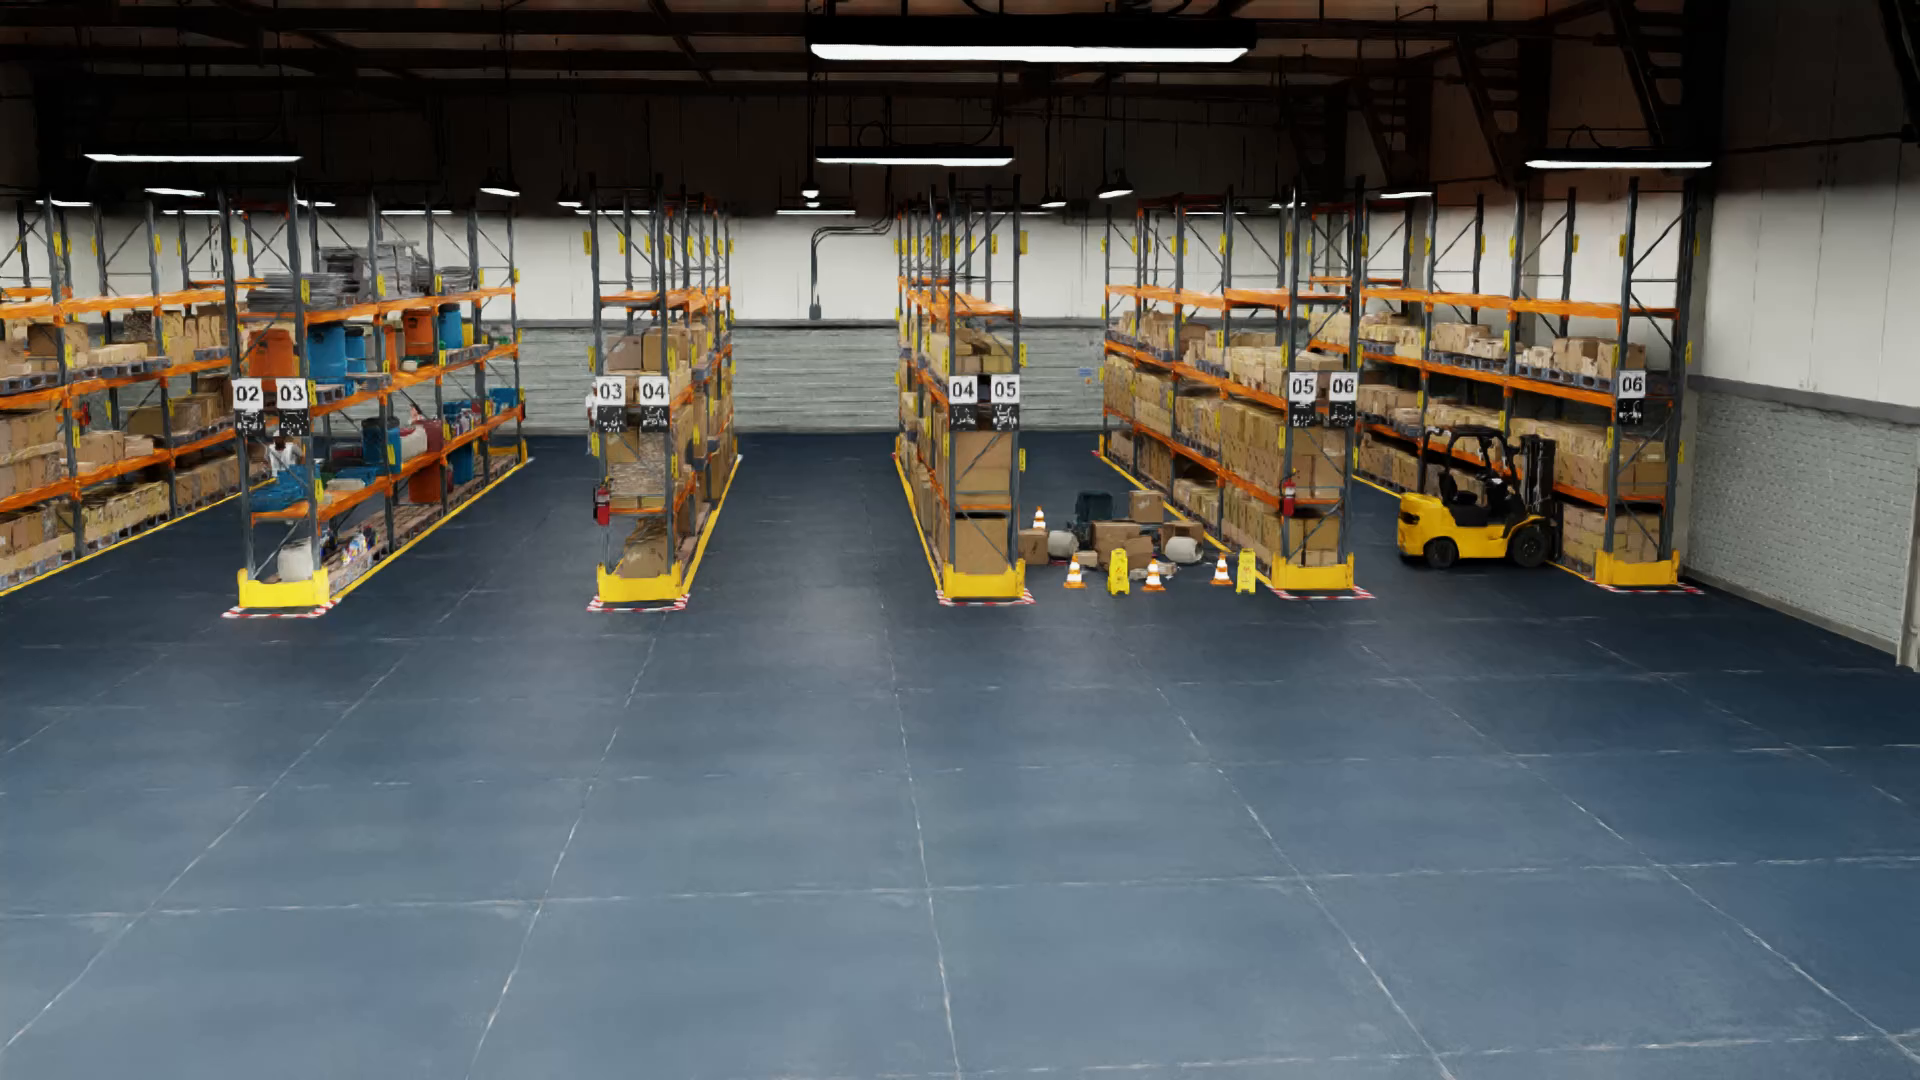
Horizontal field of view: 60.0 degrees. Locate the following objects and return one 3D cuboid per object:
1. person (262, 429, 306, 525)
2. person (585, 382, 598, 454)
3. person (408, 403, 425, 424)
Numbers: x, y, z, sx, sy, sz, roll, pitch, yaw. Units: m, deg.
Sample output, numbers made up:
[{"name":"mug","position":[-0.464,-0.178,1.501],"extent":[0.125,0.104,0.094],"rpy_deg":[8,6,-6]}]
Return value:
[{"name":"person","position":[-12.349,-1.176,30.398],"extent":[0.721,1.715,0.843],"rpy_deg":[0,10,0]},{"name":"person","position":[-8.784,-2.968,40.368],"extent":[0.532,1.759,0.731],"rpy_deg":[6,12,31]},{"name":"person","position":[-11.640,-2.135,35.955],"extent":[0.568,1.668,0.492],"rpy_deg":[4,11,22]}]
